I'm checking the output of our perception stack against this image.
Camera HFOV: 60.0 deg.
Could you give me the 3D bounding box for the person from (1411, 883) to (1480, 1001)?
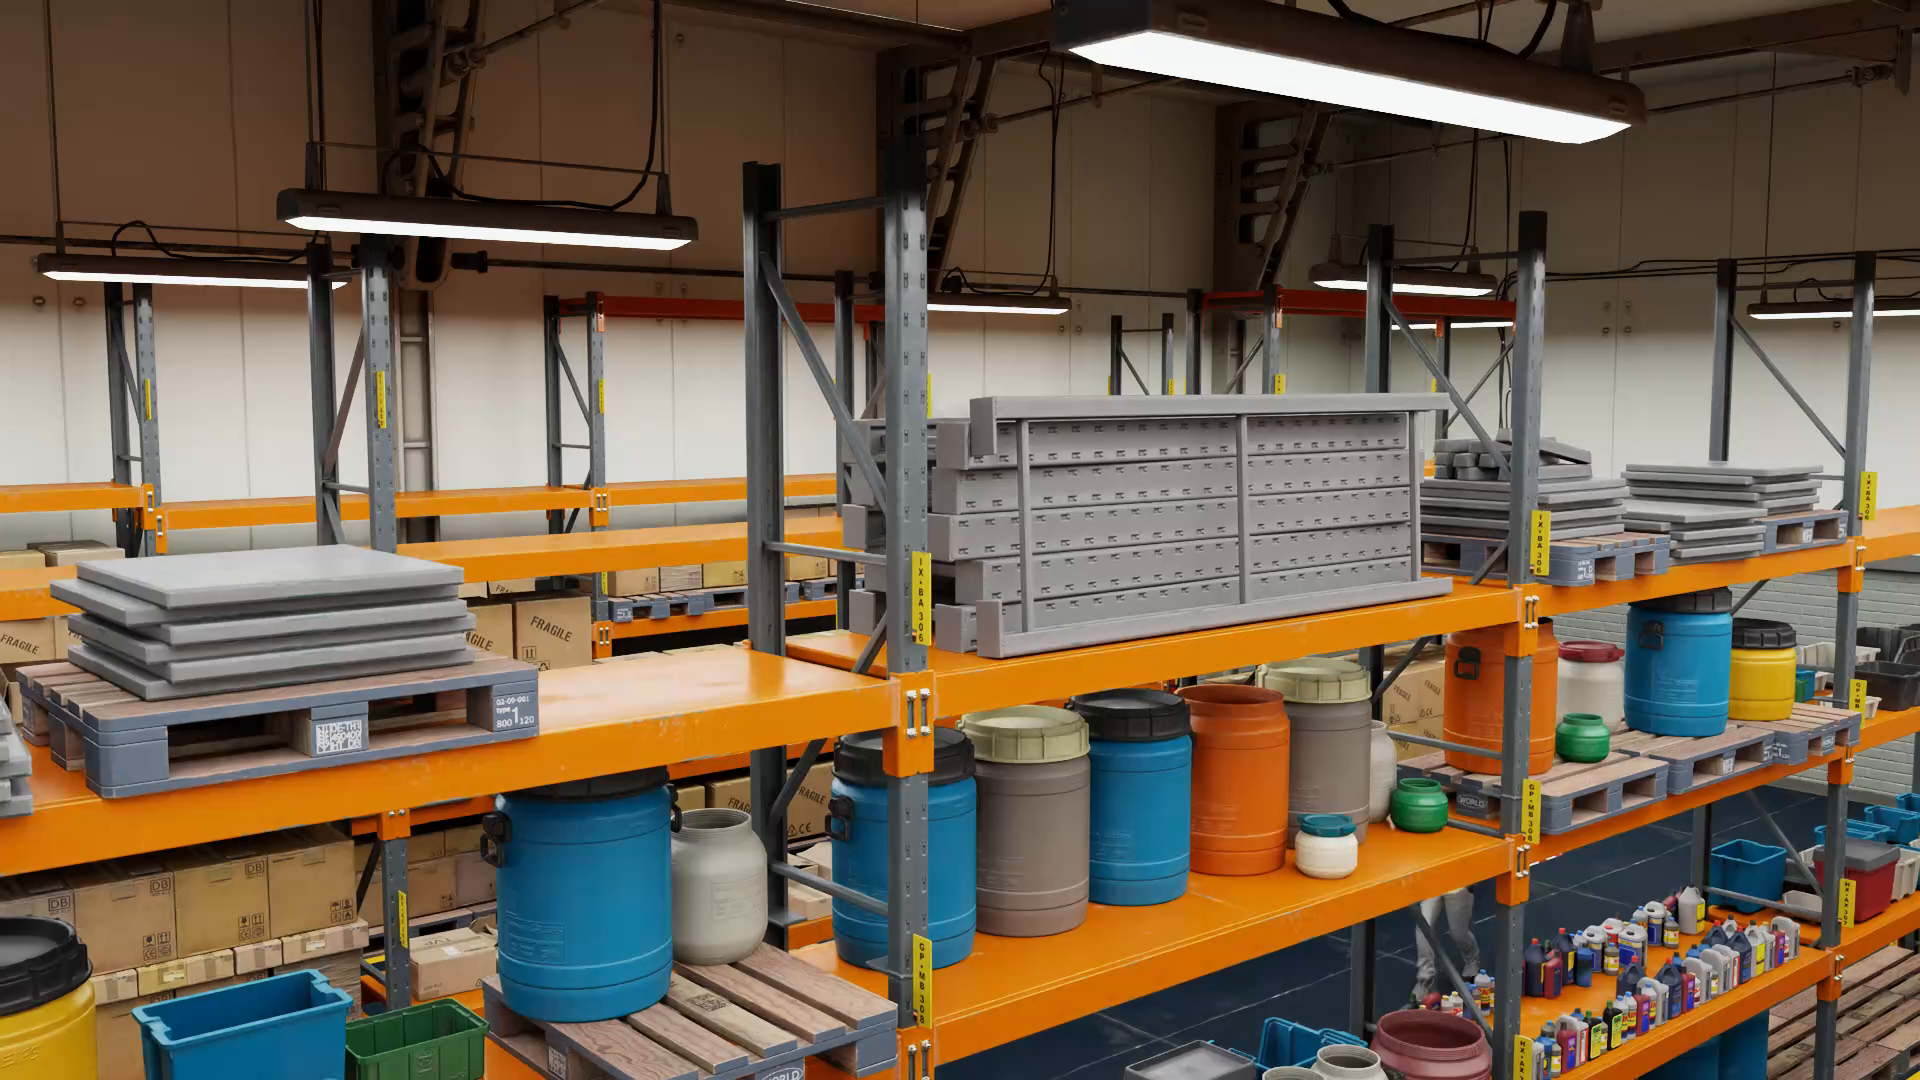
[{"bbox_3d":[4.130,2.998,14.103,0.608,1.693,0.886,4,7,37],"label":"person"}]
